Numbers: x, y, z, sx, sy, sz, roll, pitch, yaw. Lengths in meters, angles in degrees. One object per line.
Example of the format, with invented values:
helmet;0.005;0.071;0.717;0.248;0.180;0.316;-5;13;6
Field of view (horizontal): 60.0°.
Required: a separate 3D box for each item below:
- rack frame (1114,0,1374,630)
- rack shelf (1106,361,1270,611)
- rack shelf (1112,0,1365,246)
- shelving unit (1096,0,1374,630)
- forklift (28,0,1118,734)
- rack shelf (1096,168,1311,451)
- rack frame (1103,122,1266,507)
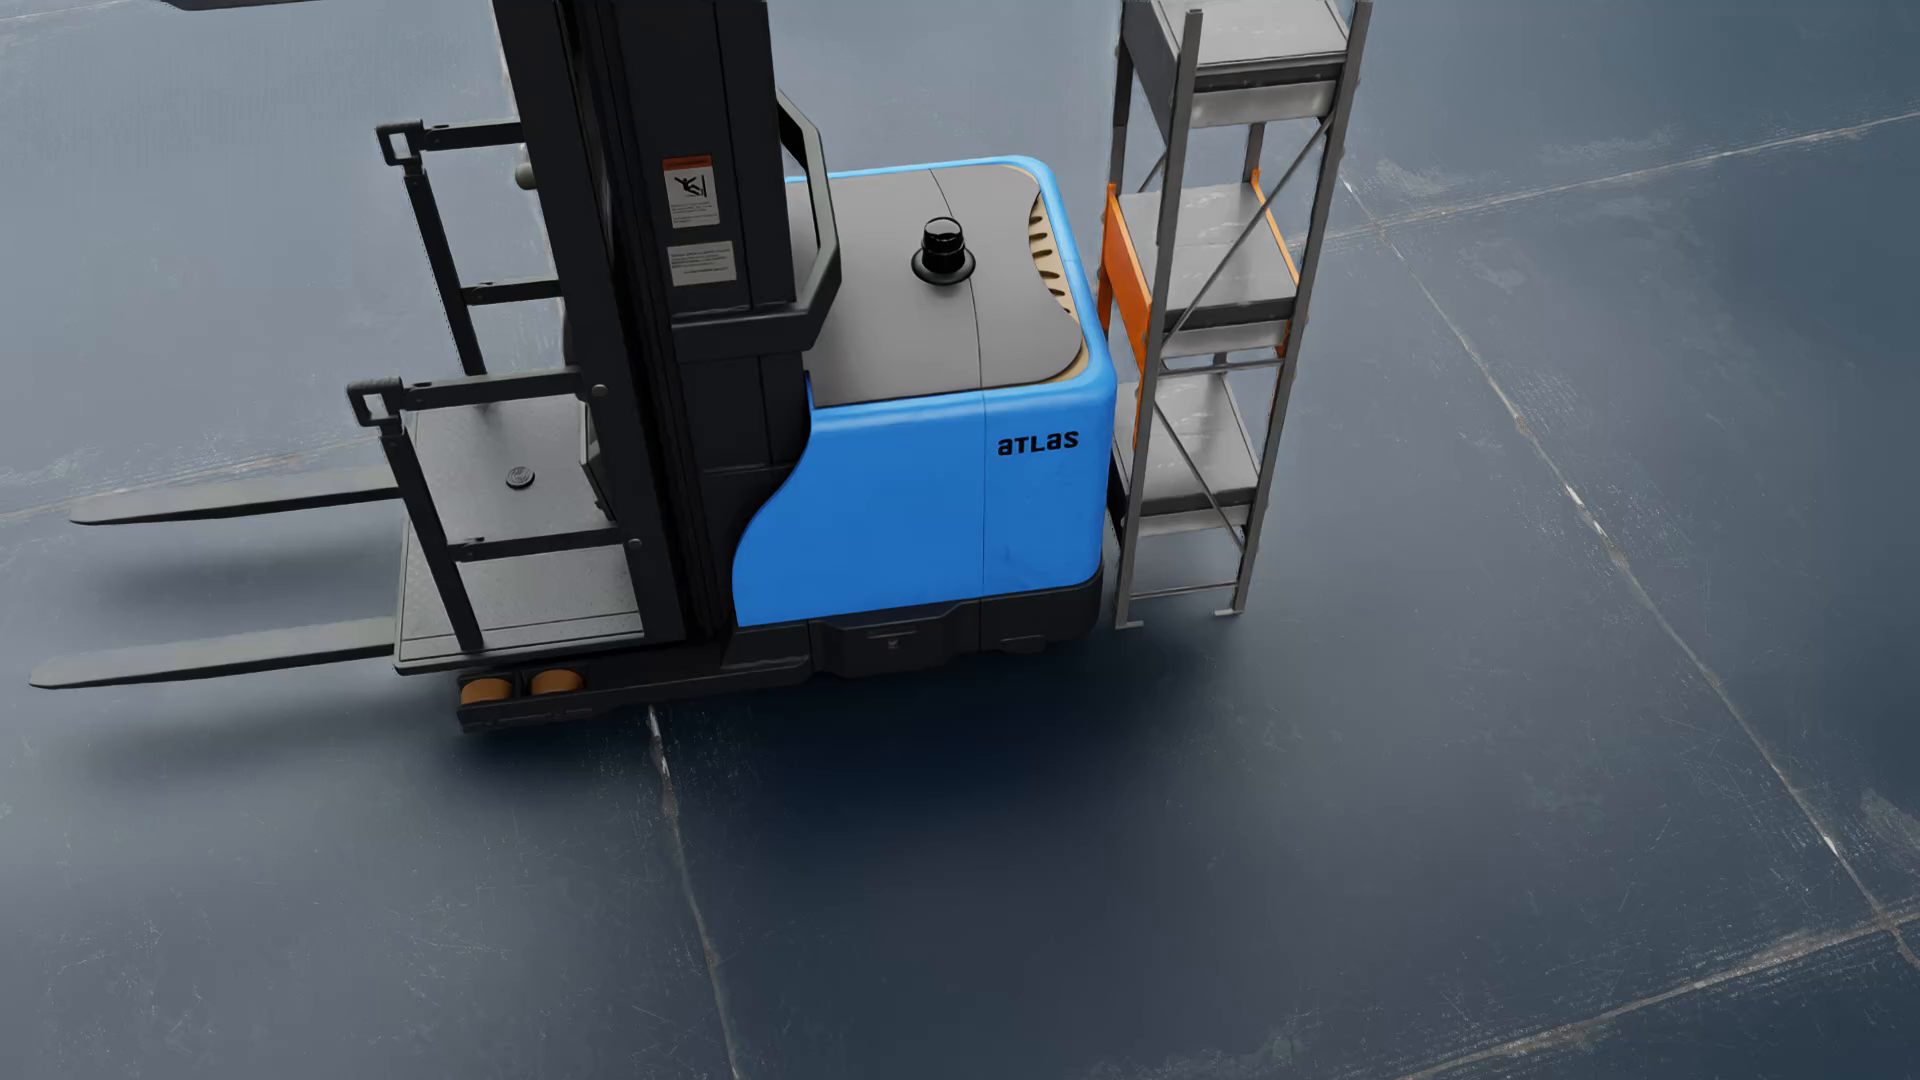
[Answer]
rack frame;0.664;-0.434;4.243;0.400;2.100;0.015;-7;50;-6
rack shelf;0.625;-0.158;4.944;0.431;0.518;0.480;-7;50;-6
rack shelf;0.625;-1.061;3.873;0.431;0.518;0.480;-7;50;-6
shelving unit;0.625;-0.618;4.398;0.431;2.100;0.503;-7;50;-6
forklift;-1.146;-0.832;4.035;3.031;2.935;1.130;-7;50;-6
rack shelf;0.625;-0.610;4.408;0.431;0.518;0.480;-7;50;-6
rack frame;0.587;-0.803;4.553;0.400;2.100;0.015;-7;50;-6
